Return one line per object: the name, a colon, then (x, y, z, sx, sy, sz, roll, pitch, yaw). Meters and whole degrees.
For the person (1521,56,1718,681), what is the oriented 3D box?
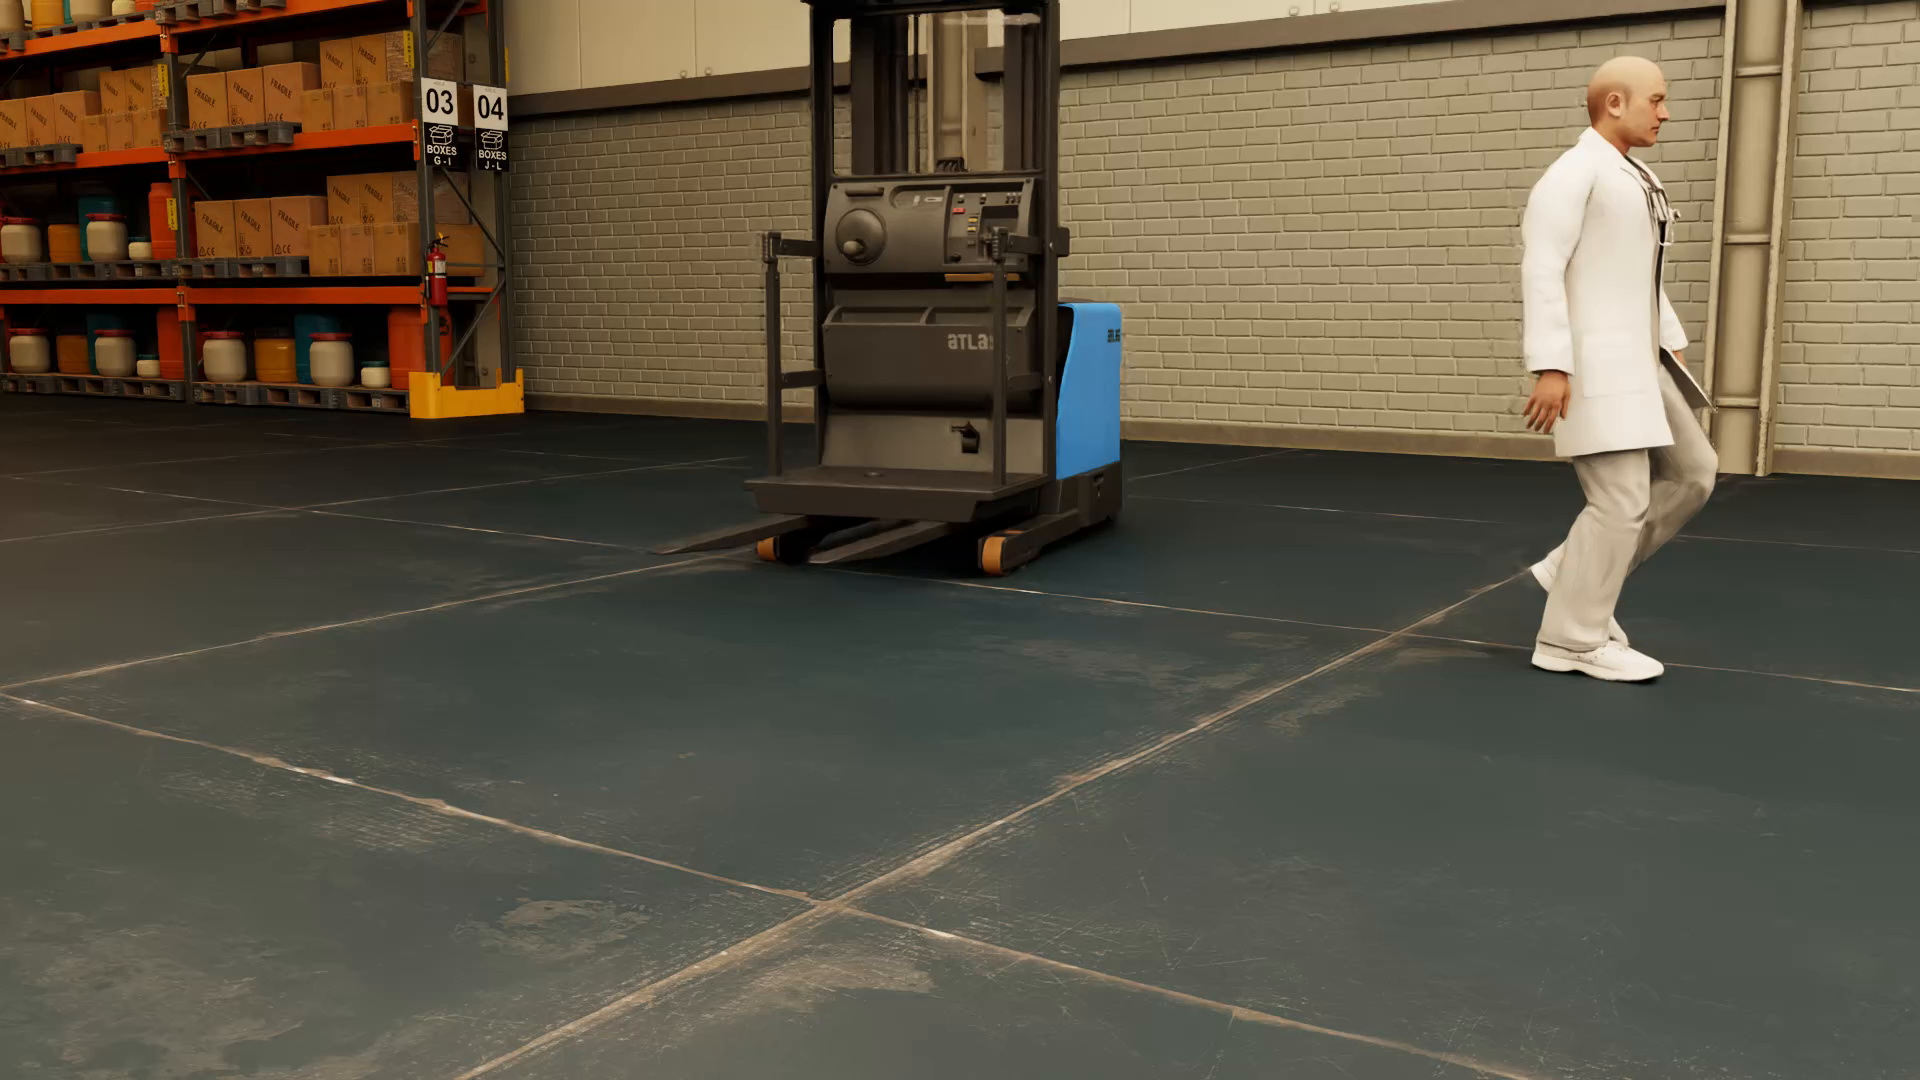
person: (1.895, -0.487, 4.790, 0.502, 1.758, 0.765, 6, 10, 35)

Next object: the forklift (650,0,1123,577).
forklift: (-0.211, -1.370, 6.827, 1.130, 2.935, 3.031, 3, 9, 21)
